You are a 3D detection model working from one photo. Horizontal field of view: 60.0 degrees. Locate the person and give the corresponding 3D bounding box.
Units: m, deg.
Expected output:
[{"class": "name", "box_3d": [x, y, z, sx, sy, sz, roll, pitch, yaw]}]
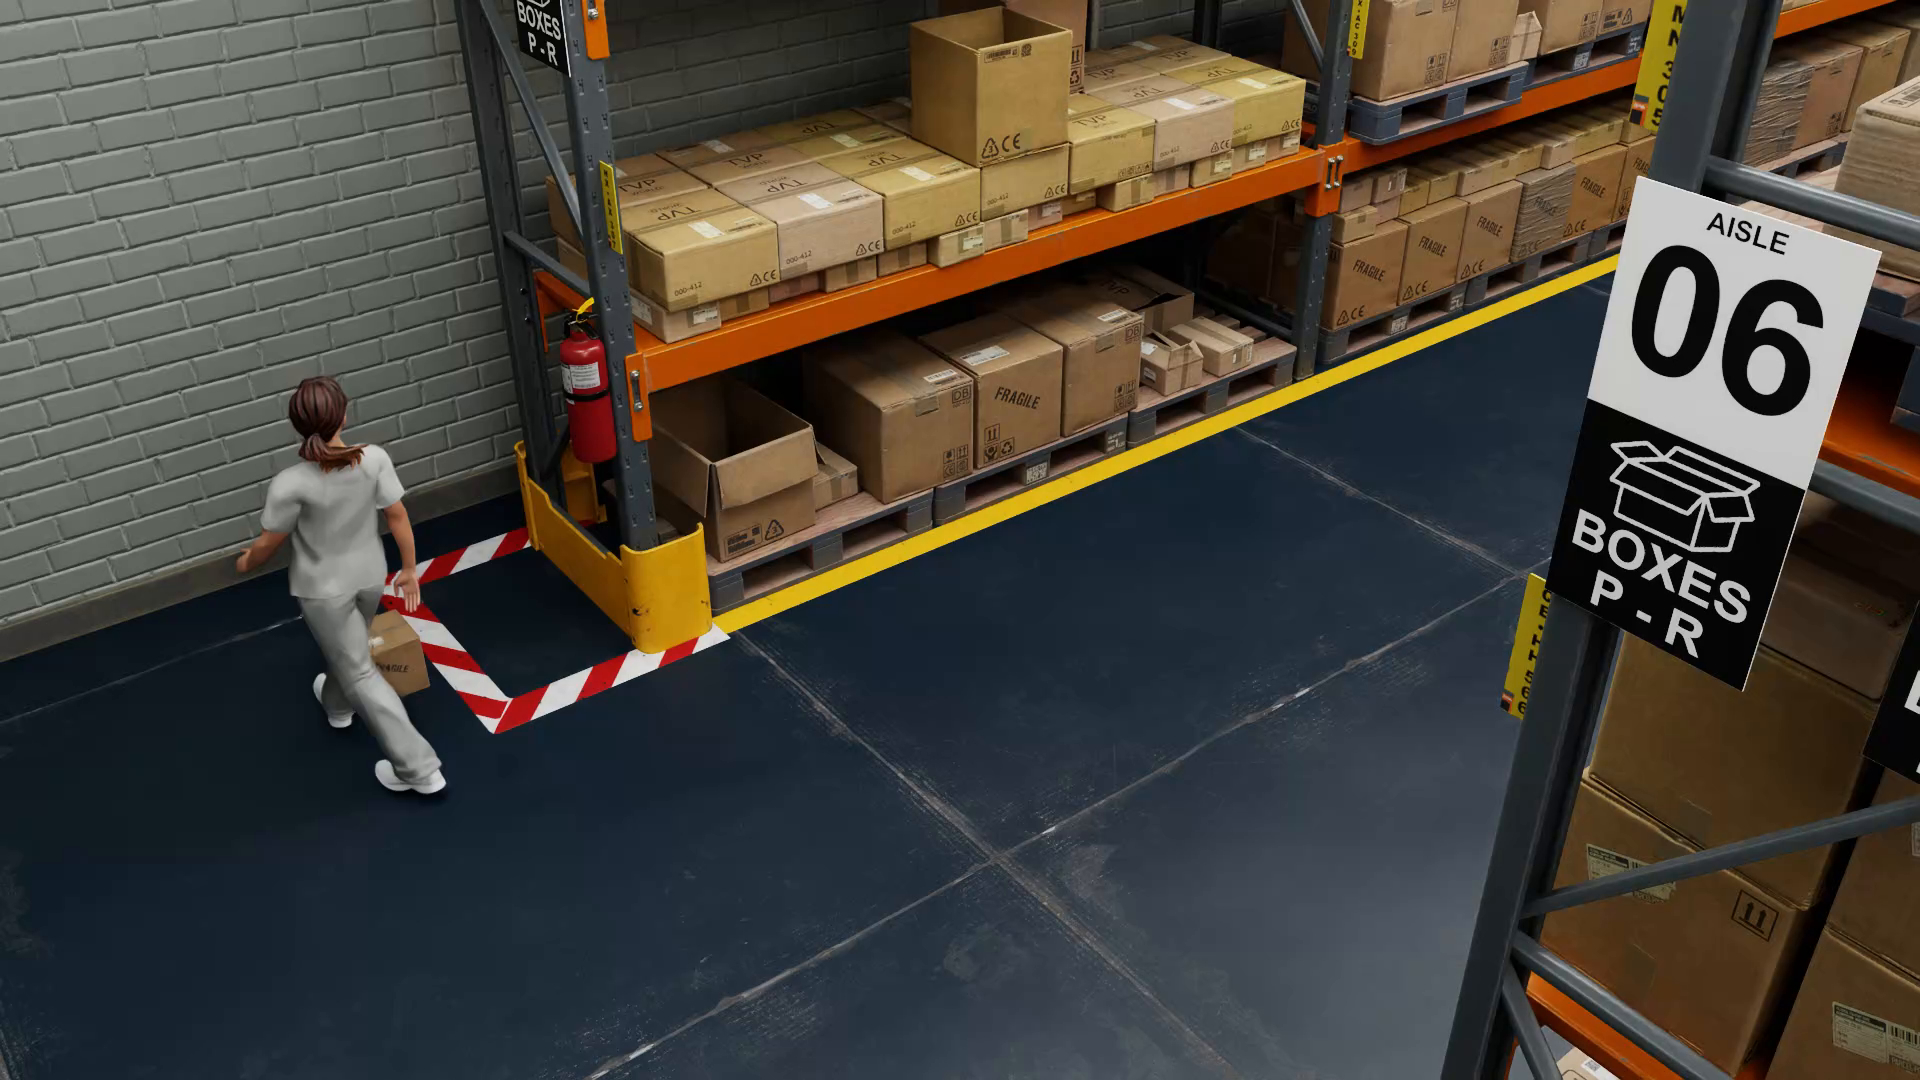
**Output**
[{"class": "person", "box_3d": [-2.264, 0.117, 5.969, 0.946, 1.617, 0.497, 25, 40, 34]}]
